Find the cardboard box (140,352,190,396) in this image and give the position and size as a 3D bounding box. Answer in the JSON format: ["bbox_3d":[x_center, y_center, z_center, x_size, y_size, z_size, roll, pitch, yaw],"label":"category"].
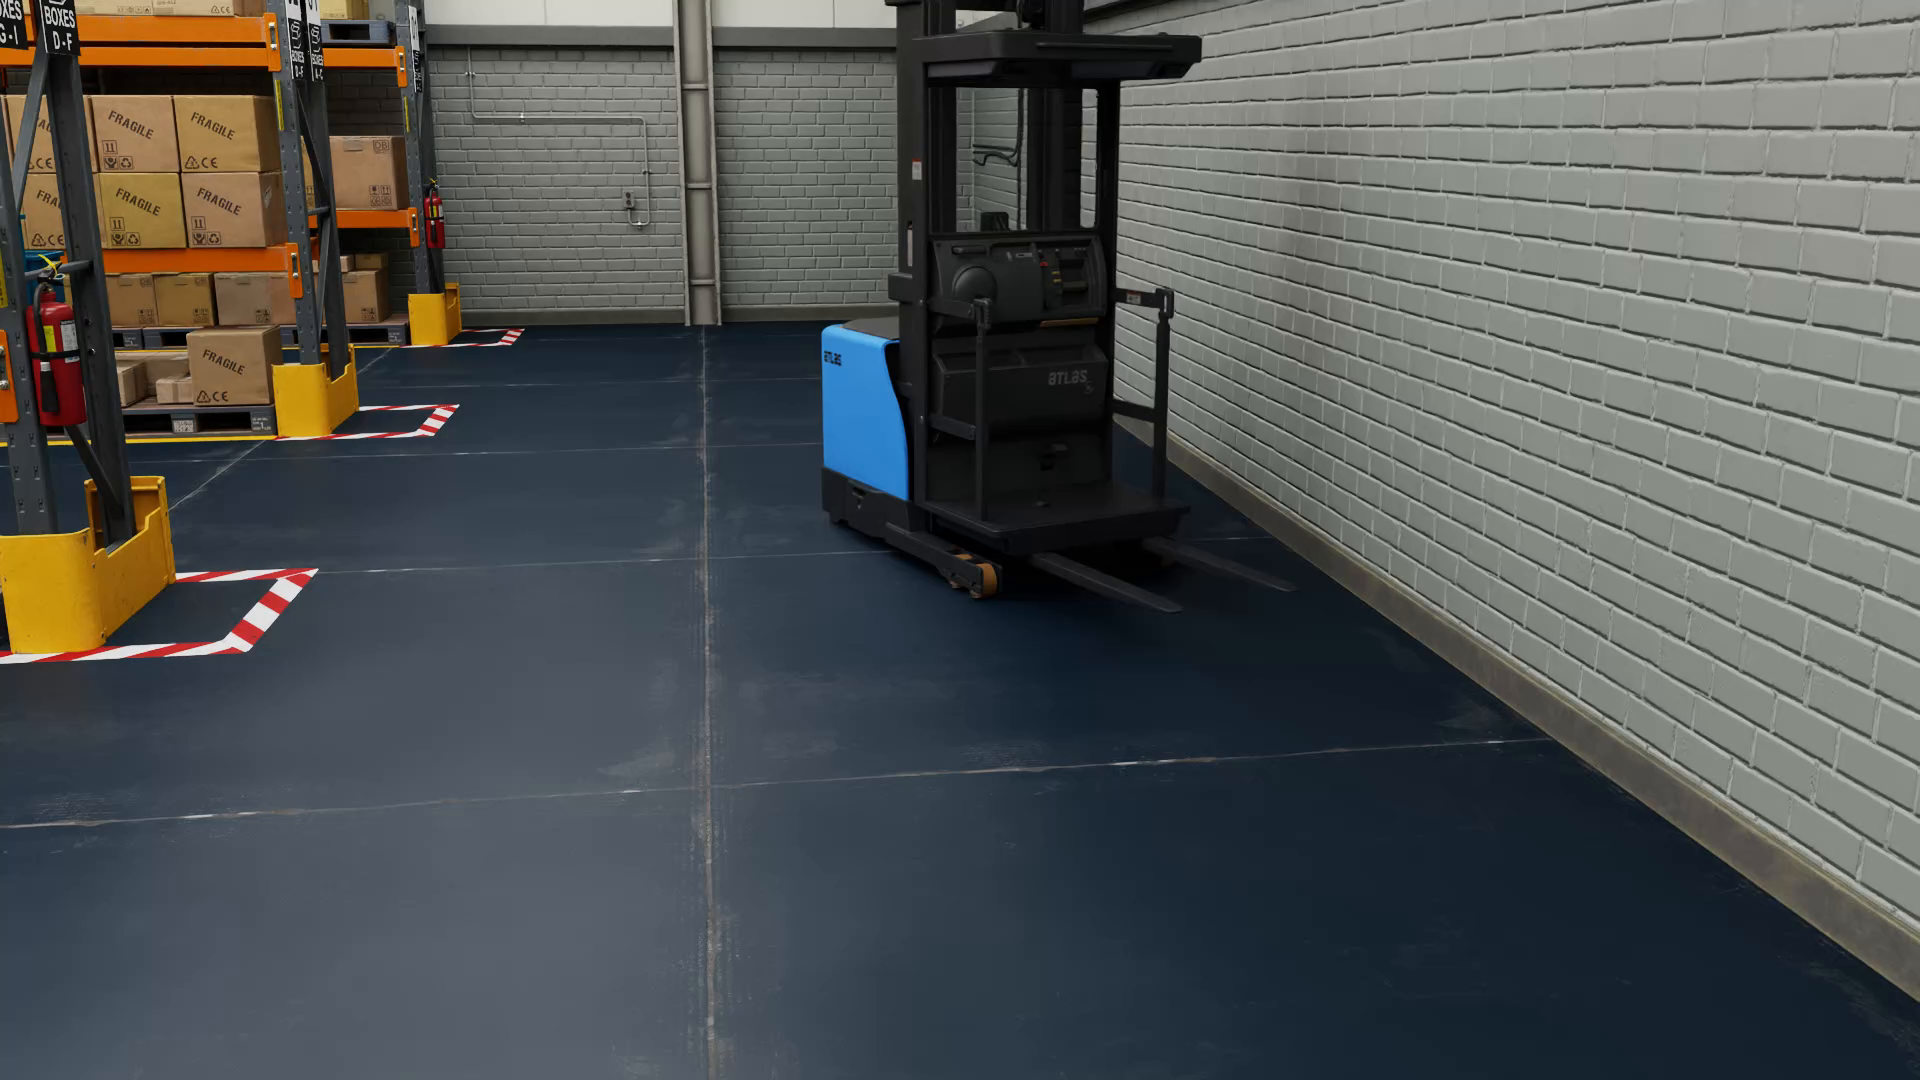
[{"bbox_3d":[-5.667,-1.226,12.191,0.500,0.250,0.500,-2,14,-8],"label":"cardboard box"}]

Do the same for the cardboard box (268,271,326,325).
[{"bbox_3d":[-6.507,-2.431,16.523,0.500,0.500,0.700,-2,14,-8],"label":"cardboard box"}]

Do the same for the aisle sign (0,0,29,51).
[{"bbox_3d":[-3.744,-2.317,6.450,0.004,0.787,0.394,-2,14,-8],"label":"aisle sign"}]

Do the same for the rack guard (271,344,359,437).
[{"bbox_3d":[-4.668,-1.100,12.082,0.348,0.500,1.175,-2,14,-8],"label":"rack guard"}]

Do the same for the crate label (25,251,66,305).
[{"bbox_3d":[-4.152,-1.142,7.330,0.303,0.233,0.416,-2,14,-8],"label":"crate label"}]

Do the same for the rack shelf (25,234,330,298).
[{"bbox_3d":[-6.571,-1.894,11.587,4.000,0.370,1.077,-2,14,-8],"label":"rack shelf"}]

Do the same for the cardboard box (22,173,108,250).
[{"bbox_3d":[-6.002,-2.246,11.306,0.500,0.500,0.500,-2,14,-8],"label":"cardboard box"}]

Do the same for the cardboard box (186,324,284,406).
[{"bbox_3d":[-5.094,-1.238,11.724,0.500,0.500,0.500,-2,14,-8],"label":"cardboard box"}]

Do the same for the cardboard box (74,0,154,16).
[{"bbox_3d":[-5.558,-3.600,11.053,0.500,0.250,0.500,-2,14,-8],"label":"cardboard box"}]

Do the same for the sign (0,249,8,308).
[{"bbox_3d":[-3.761,-1.071,6.492,0.005,0.325,0.100,-2,14,-8],"label":"sign"}]

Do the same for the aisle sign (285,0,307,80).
[{"bbox_3d":[-4.480,-3.505,11.188,0.004,0.787,0.394,-2,14,-8],"label":"aisle sign"}]

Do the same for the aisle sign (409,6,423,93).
[{"bbox_3d":[-5.219,-4.698,15.946,0.004,0.787,0.394,-2,14,-8],"label":"aisle sign"}]

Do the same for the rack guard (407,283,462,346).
[{"bbox_3d":[-5.311,-2.295,16.847,0.348,0.500,1.175,-2,14,-8],"label":"rack guard"}]

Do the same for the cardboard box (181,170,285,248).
[{"bbox_3d":[-4.995,-2.282,11.451,0.500,0.500,0.500,-2,14,-7],"label":"cardboard box"}]

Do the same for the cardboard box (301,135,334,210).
[{"bbox_3d":[-6.555,-3.603,16.304,0.700,0.700,0.980,-2,14,-9],"label":"cardboard box"}]

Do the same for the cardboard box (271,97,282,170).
[{"bbox_3d":[-5.071,-2.896,11.844,0.500,0.500,0.500,-2,14,-7],"label":"cardboard box"}]

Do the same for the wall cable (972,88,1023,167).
[{"bbox_3d":[0.312,-5.030,16.662,0.112,2.526,3.097,-2,14,-8],"label":"wall cable"}]

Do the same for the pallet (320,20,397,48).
[{"bbox_3d":[-6.067,-4.890,16.068,1.213,0.211,1.003,-2,14,-8],"label":"pallet"}]

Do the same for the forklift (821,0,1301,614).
[{"bbox_3d":[0.401,-1.277,7.789,1.130,2.935,3.031,-8,16,-28],"label":"forklift"}]

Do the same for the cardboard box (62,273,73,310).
[{"bbox_3d":[-8.535,-2.356,16.224,0.500,0.500,0.700,-2,14,-8],"label":"cardboard box"}]

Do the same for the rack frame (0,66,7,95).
[{"bbox_3d":[-9.290,-3.362,15.961,0.127,3.000,1.000,-2,14,-8],"label":"rack frame"}]

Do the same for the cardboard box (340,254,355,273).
[{"bbox_3d":[-6.112,-2.715,16.323,0.250,0.149,0.380,-2,14,-9],"label":"cardboard box"}]

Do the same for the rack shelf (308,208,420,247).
[{"bbox_3d":[-7.312,-3.086,16.338,4.000,0.370,1.077,-2,14,-8],"label":"rack shelf"}]

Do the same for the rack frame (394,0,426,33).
[{"bbox_3d":[-5.335,-6.417,15.810,0.127,3.000,1.000,-2,14,-8],"label":"rack frame"}]

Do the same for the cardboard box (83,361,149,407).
[{"bbox_3d":[-6.038,-1.089,11.646,0.500,0.250,0.500,-2,14,-8],"label":"cardboard box"}]

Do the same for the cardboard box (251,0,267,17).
[{"bbox_3d":[-5.139,-3.740,11.612,0.500,0.250,0.500,-2,14,-8],"label":"cardboard box"}]

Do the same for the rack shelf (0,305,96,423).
[{"bbox_3d":[-5.836,-0.703,6.836,4.000,0.370,1.077,-2,14,-8],"label":"rack shelf"}]

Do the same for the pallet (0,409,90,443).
[{"bbox_3d":[-6.660,-0.888,11.828,1.213,0.211,1.003,-2,14,-8],"label":"pallet"}]

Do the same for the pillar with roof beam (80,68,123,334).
[{"bbox_3d":[-8.085,-5.470,12.033,0.400,9.000,9.100,-2,14,-8],"label":"pillar with roof beam"}]

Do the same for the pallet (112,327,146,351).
[{"bbox_3d":[-8.526,-2.018,16.335,1.213,0.211,1.003,-2,14,-8],"label":"pallet"}]

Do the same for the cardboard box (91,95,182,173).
[{"bbox_3d":[-5.491,-2.748,11.253,0.500,0.500,0.500,-2,14,-7],"label":"cardboard box"}]

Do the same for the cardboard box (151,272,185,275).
[{"bbox_3d":[-7.653,-2.658,16.095,0.250,0.149,0.380,-3,14,-10],"label":"cardboard box"}]

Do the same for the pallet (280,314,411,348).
[{"bbox_3d":[-6.114,-2.107,16.688,1.213,0.211,1.003,-2,14,-8],"label":"pallet"}]

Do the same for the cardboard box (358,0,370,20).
[{"bbox_3d":[-6.093,-5.174,16.259,0.500,0.250,0.500,-1,14,-5],"label":"cardboard box"}]

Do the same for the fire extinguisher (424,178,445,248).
[{"bbox_3d":[-5.117,-3.183,16.173,0.183,0.674,0.296,-2,14,-8],"label":"fire extinguisher"}]

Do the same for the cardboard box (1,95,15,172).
[{"bbox_3d":[-6.511,-2.710,11.099,0.500,0.500,0.500,-2,14,-7],"label":"cardboard box"}]

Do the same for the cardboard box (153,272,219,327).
[{"bbox_3d":[-7.530,-2.391,16.366,0.500,0.500,0.700,-2,14,-7],"label":"cardboard box"}]
